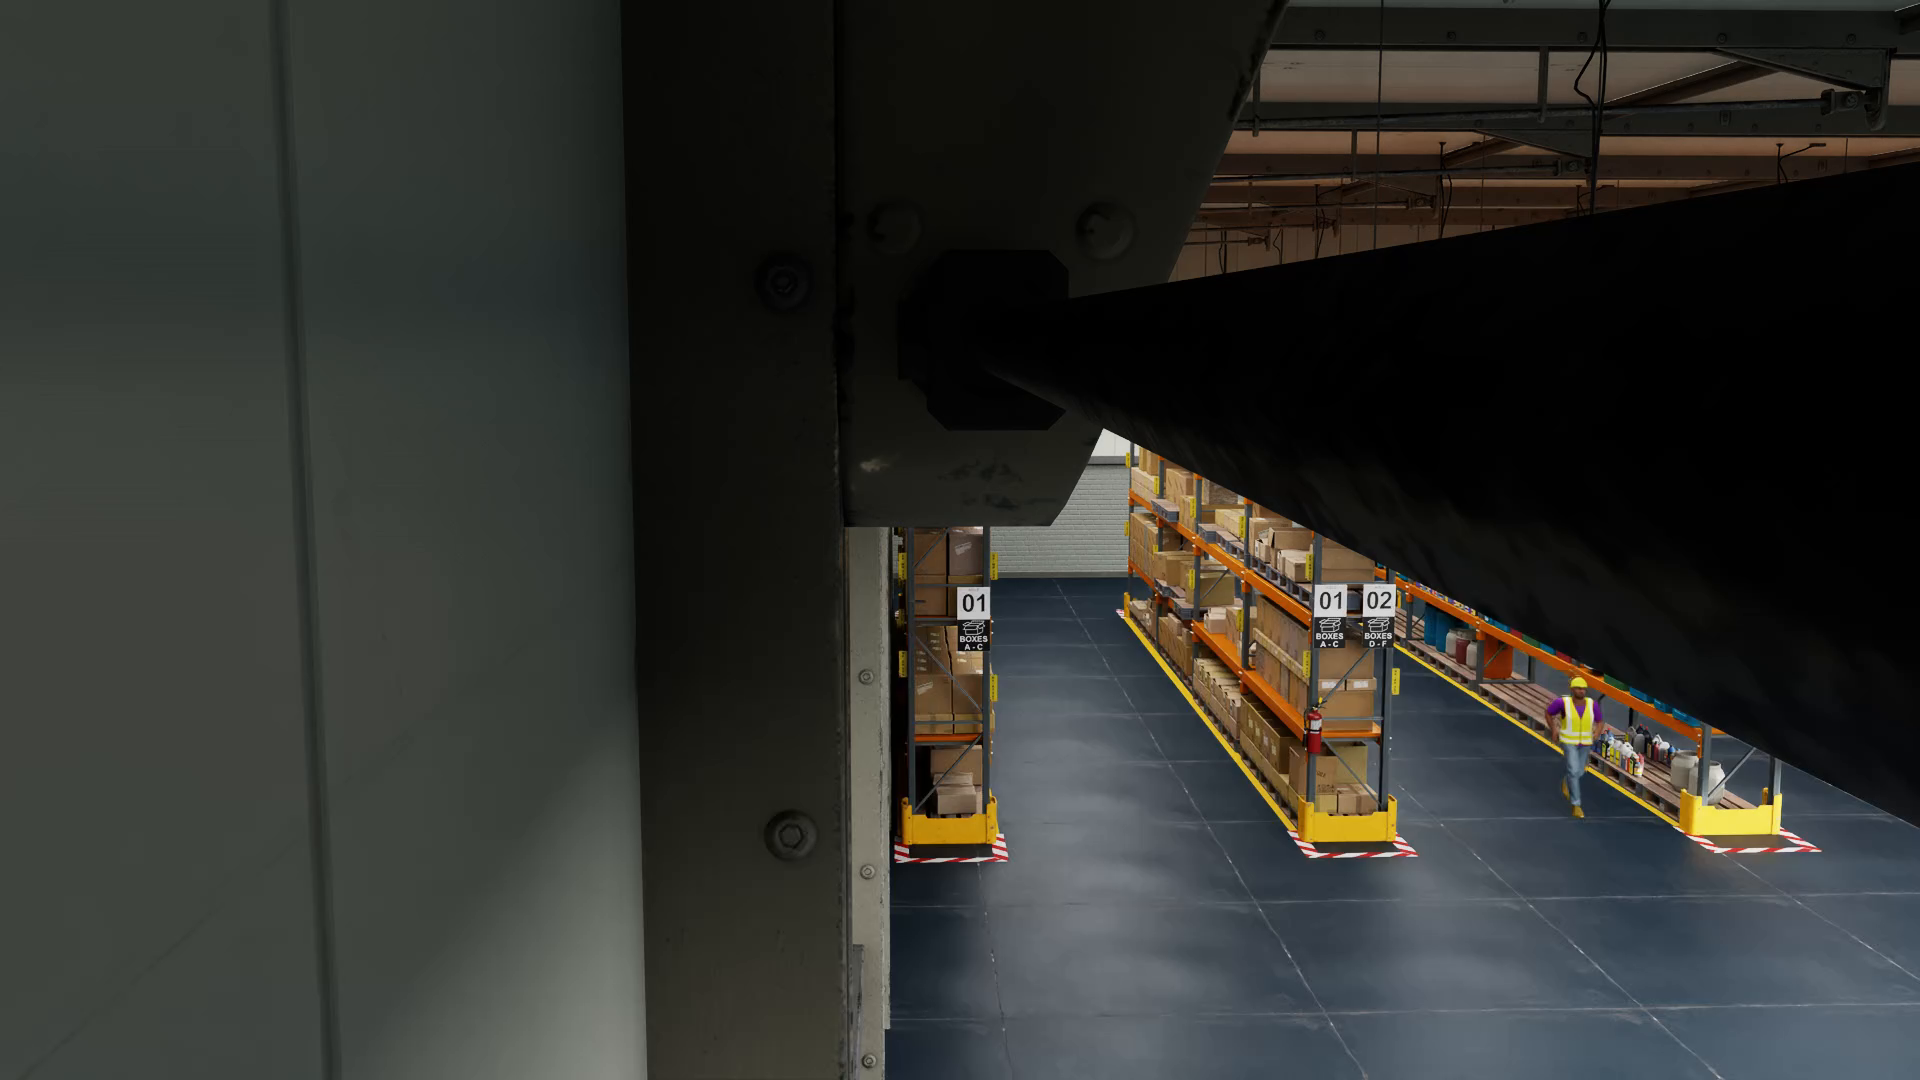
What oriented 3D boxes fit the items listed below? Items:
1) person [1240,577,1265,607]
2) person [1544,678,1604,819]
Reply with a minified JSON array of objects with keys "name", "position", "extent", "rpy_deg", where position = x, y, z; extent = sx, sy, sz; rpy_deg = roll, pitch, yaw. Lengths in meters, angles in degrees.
[{"name":"person","position":[6.174,1.064,34.841],"extent":[0.630,1.709,0.686],"rpy_deg":[-2,8,-18]},{"name":"person","position":[8.077,2.669,21.828],"extent":[0.709,1.775,0.937],"rpy_deg":[0,7,0]}]
